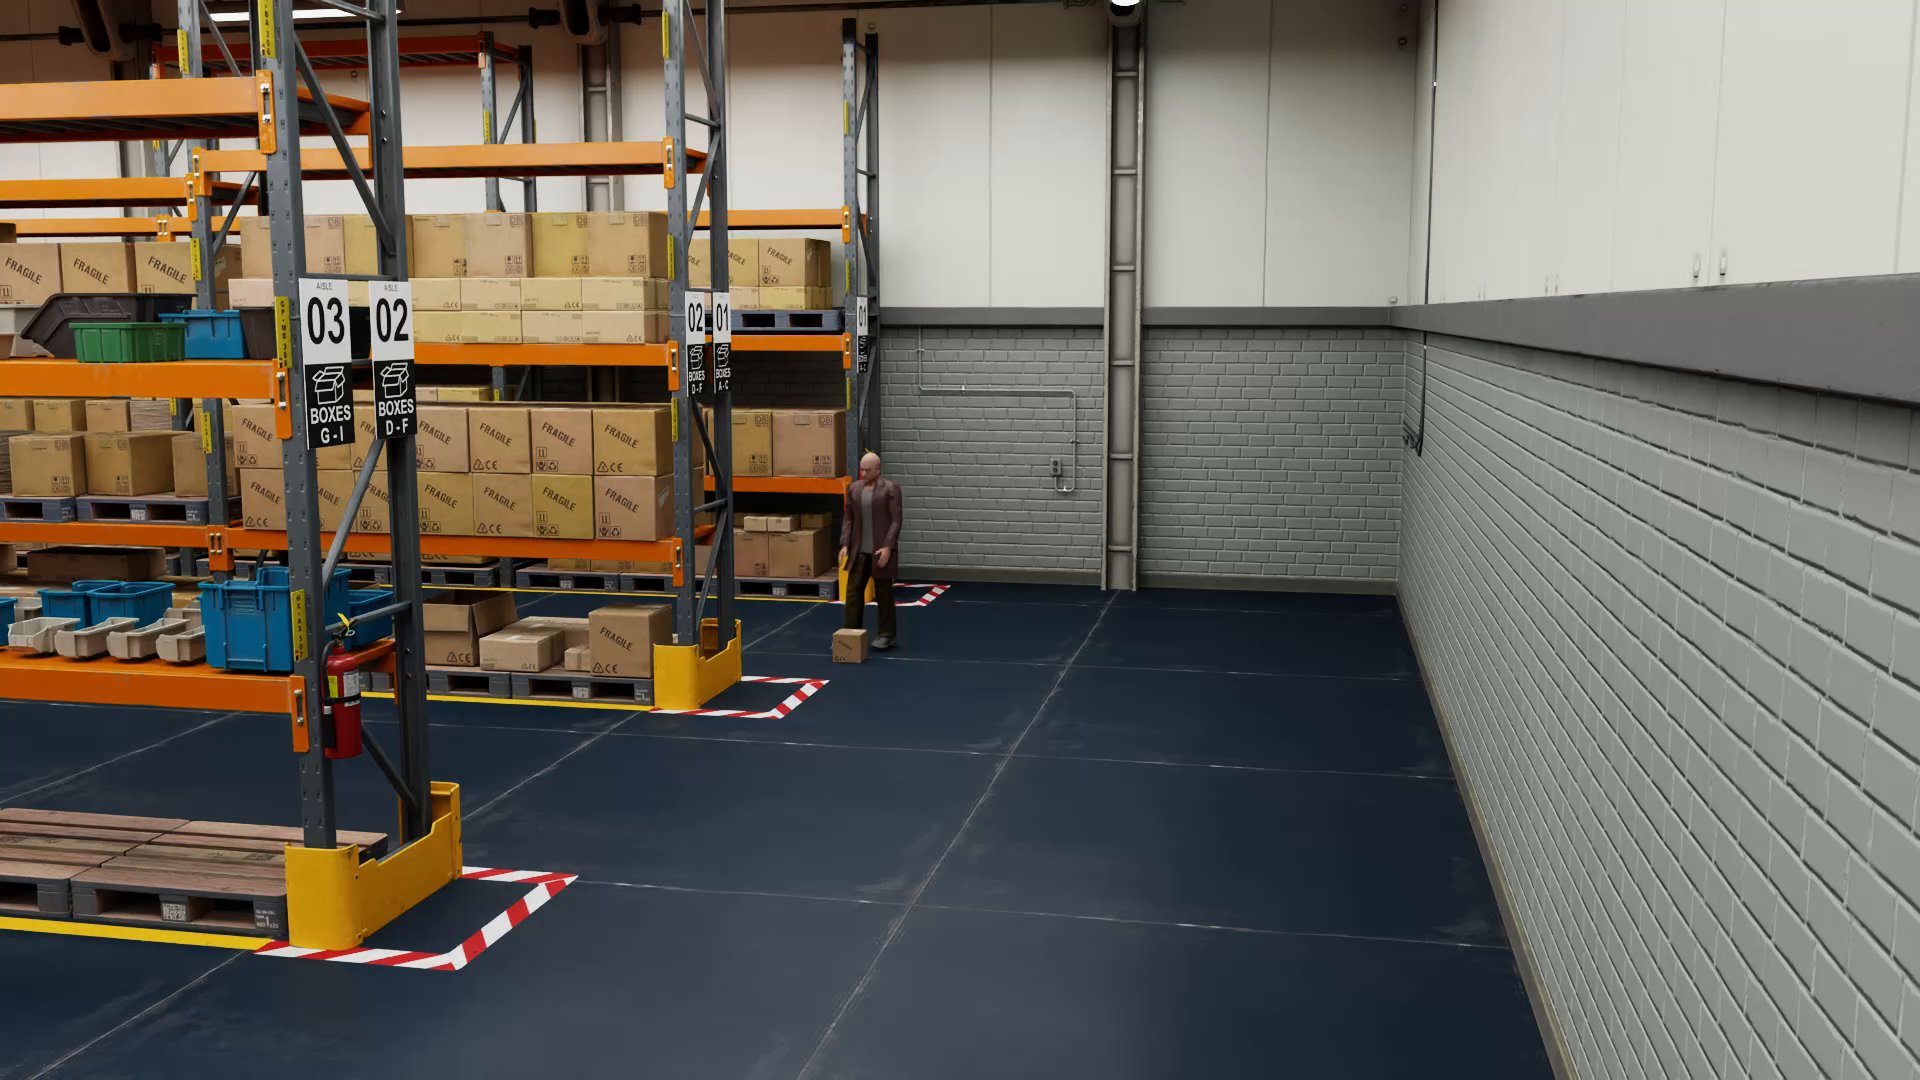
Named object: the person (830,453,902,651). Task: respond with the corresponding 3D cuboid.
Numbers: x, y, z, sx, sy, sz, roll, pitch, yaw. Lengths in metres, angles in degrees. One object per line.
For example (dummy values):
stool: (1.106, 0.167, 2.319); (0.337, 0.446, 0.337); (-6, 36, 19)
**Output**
person: (-0.827, 0.107, 14.966); (0.594, 1.777, 0.624); (4, 9, 24)
